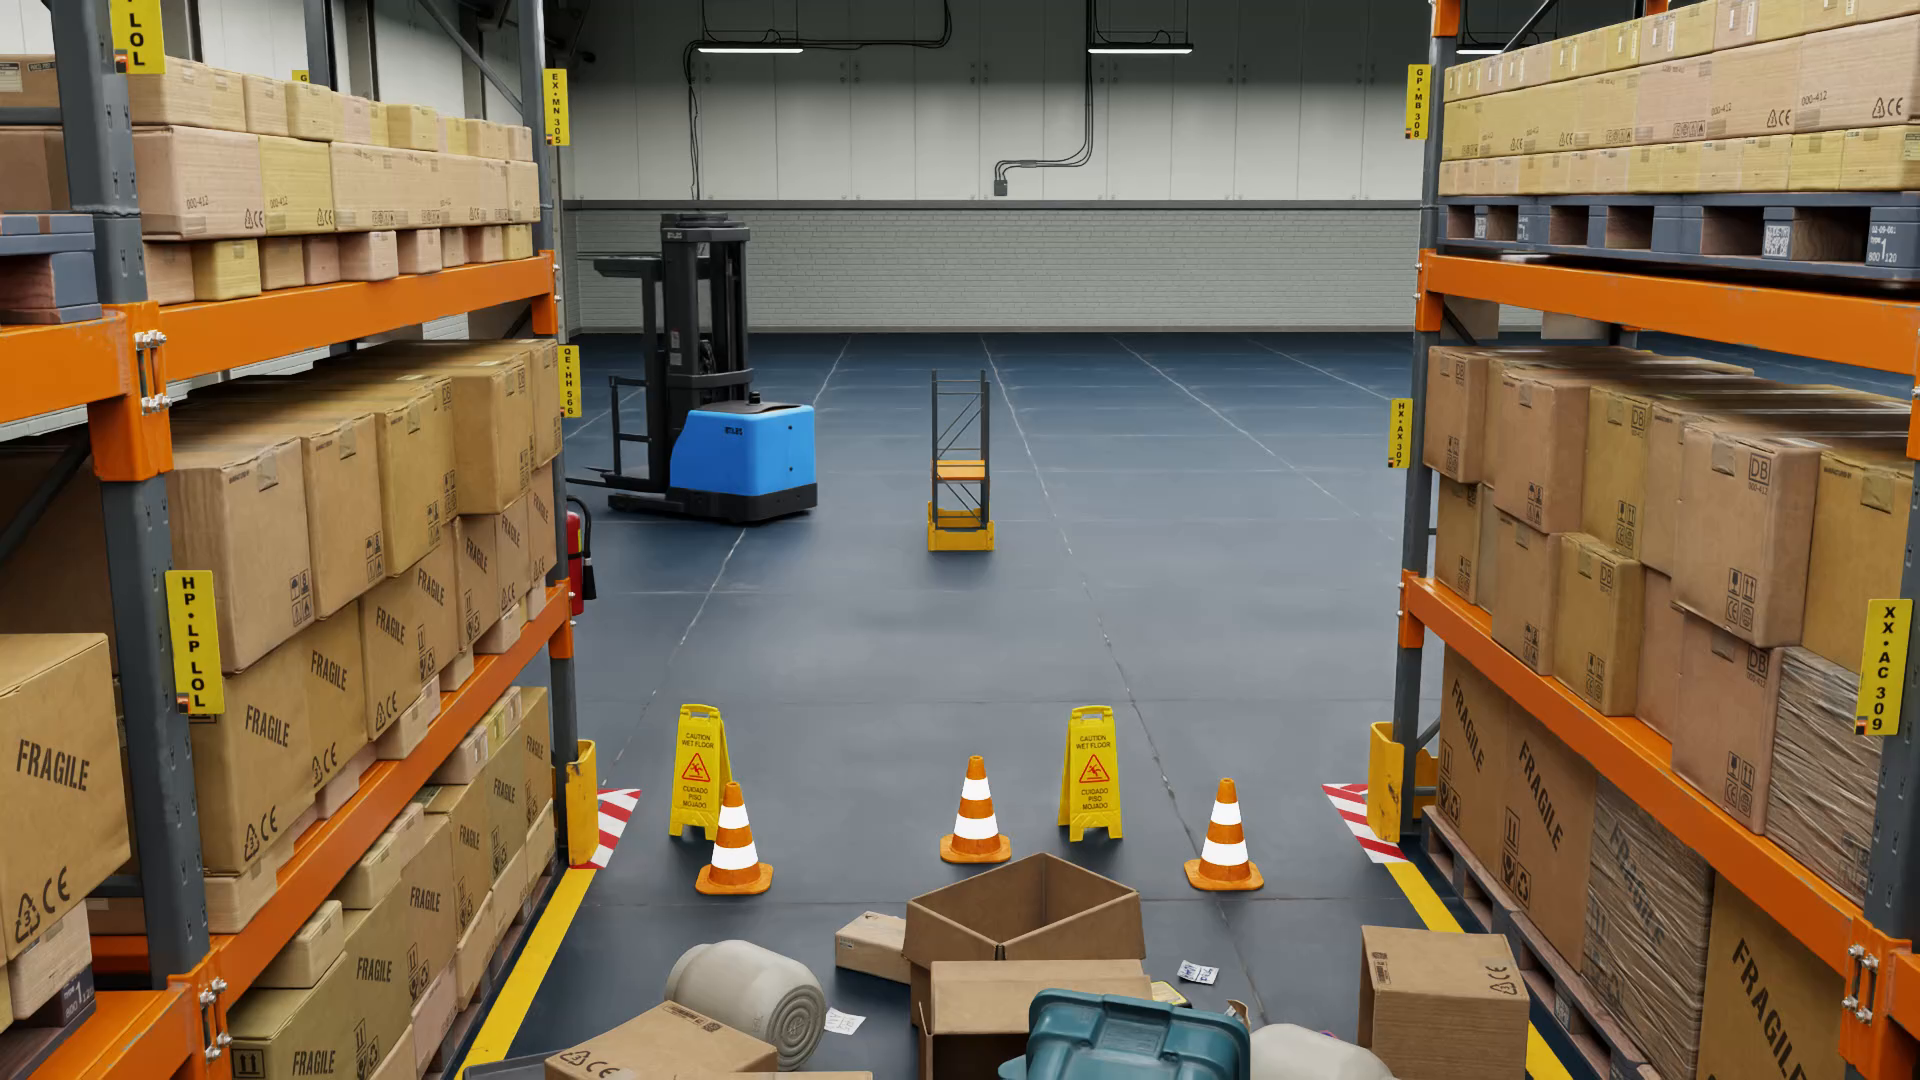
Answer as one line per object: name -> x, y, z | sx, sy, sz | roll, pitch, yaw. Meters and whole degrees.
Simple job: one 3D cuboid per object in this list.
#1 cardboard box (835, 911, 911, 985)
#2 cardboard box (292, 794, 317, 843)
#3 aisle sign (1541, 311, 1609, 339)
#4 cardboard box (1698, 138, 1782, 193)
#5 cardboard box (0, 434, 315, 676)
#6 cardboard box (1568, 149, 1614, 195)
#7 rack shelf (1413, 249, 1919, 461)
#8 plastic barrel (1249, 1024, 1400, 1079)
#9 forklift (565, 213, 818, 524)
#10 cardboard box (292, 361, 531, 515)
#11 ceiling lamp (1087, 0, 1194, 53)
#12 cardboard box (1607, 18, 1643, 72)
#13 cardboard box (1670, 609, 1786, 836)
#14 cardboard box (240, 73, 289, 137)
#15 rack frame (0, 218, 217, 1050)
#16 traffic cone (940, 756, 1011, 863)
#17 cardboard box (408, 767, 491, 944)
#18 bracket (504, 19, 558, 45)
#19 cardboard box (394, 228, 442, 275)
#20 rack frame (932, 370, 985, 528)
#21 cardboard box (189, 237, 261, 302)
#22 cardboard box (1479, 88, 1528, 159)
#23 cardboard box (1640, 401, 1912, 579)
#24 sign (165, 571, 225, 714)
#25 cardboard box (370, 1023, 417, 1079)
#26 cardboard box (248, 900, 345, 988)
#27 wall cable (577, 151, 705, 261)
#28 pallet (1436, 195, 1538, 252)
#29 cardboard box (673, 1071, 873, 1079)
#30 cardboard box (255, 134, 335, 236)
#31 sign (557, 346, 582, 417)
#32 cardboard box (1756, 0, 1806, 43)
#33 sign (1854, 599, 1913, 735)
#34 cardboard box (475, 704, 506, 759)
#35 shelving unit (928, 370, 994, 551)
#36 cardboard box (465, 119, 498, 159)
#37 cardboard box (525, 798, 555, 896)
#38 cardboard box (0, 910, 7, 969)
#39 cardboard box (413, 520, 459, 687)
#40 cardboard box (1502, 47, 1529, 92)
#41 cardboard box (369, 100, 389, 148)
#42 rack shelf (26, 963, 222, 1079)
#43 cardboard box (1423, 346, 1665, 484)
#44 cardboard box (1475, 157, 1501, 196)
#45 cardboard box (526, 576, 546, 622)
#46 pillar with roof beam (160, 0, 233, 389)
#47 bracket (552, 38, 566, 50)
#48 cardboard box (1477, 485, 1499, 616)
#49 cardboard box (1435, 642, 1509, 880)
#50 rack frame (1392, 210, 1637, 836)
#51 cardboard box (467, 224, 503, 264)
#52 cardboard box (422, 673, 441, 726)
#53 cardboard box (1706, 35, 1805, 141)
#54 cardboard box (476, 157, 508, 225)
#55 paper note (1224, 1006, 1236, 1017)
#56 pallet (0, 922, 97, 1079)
cardboard box -> -0.281, 1.652, 6.735 | 0.380, 0.149, 0.250 | 6, 13, 28
cardboard box -> -2.024, 0.754, 4.621 | 0.380, 0.149, 0.250 | 0, 11, -1
aisle sign -> 2.918, -1.327, 7.711 | 0.394, 0.787, 0.004 | 0, 11, -1
cardboard box -> 2.357, -1.068, 4.750 | 0.380, 0.149, 0.250 | 0, 11, -1
cardboard box -> -2.037, 0.024, 4.071 | 0.700, 0.500, 0.500 | 0, 11, -2
cardboard box -> 2.338, -1.269, 5.740 | 0.380, 0.149, 0.250 | 0, 11, -1
rack shelf -> 2.661, -0.758, 5.707 | 1.077, 0.370, 4.000 | 0, 11, -1
plastic barrel -> 1.145, 1.800, 5.311 | 0.512, 0.421, 0.421 | 9, 15, 38
forklift -> -2.934, -1.790, 16.701 | 3.031, 2.935, 1.130 | 7, 14, 32
cardboard box -> -1.982, -0.380, 6.065 | 0.700, 0.500, 0.500 | 0, 11, -2
ceiling lamp -> 3.420, -10.880, 31.567 | 2.000, 3.185, 0.800 | 0, 11, -1
cardboard box -> 2.344, -1.609, 5.410 | 0.380, 0.149, 0.250 | 0, 11, 0
cardboard box -> 2.648, 0.501, 4.859 | 0.875, 0.550, 0.550 | 0, 11, -1
cardboard box -> -1.956, -1.108, 4.251 | 0.380, 0.149, 0.250 | -1, 11, -3
rack frame -> -2.245, 0.797, 3.775 | 1.000, 3.000, 0.127 | 0, 11, -1
traffic cone -> 0.074, 1.254, 7.907 | 0.336, 0.463, 0.334 | 0, 11, -1
cardboard box -> -2.033, 1.139, 6.066 | 0.500, 0.500, 0.500 | -1, 11, -2
bracket -> -8.380, -9.909, 32.406 | 0.076, 0.066, 4.783 | 0, 11, -1
cardboard box -> -1.964, -0.970, 5.573 | 0.380, 0.149, 0.250 | 0, 11, -2
rack frame -> -0.012, -0.853, 15.683 | 0.500, 1.500, 0.032 | 0, 11, -1
cardboard box -> -1.953, -0.665, 4.070 | 0.380, 0.149, 0.250 | 0, 11, -1
cardboard box -> 2.384, -1.637, 6.553 | 0.500, 0.250, 0.500 | 0, 11, -2
cardboard box -> 2.727, -0.136, 5.282 | 0.875, 0.550, 0.550 | 0, 11, -1
sign -> -1.690, 0.227, 3.675 | 0.100, 0.325, 0.005 | 0, 11, -1
cardboard box -> -2.009, 1.715, 5.113 | 0.500, 0.250, 0.500 | 0, 11, 2
cardboard box -> -1.930, 1.110, 4.575 | 0.380, 0.149, 0.250 | 0, 11, 0
wall cable -> -7.536, -7.807, 38.910 | 3.097, 2.526, 0.112 | 0, 11, -1
pallet -> 2.645, -1.317, 6.877 | 1.003, 0.211, 1.213 | 0, 11, -1
cardboard box -> -0.466, 1.638, 4.014 | 0.500, 0.500, 0.500 | 0, 11, -1
cardboard box -> -2.000, -0.936, 4.404 | 0.500, 0.250, 0.500 | 0, 11, -2
sign -> -1.772, -0.718, 7.539 | 0.100, 0.325, 0.005 | 0, 11, -1
cardboard box -> 2.366, -1.407, 4.415 | 0.380, 0.149, 0.250 | 0, 11, -1
sign -> 2.147, 0.297, 3.867 | 0.100, 0.325, 0.005 | 0, 11, -1
cardboard box -> -1.973, 0.740, 6.402 | 0.380, 0.149, 0.250 | 0, 11, 0
shelving unit -> -0.002, -0.750, 15.176 | 0.587, 1.500, 1.083 | 0, 11, -1
cardboard box -> -2.035, -1.567, 6.513 | 0.380, 0.149, 0.250 | 0, 11, -2
cardboard box -> -2.041, 1.308, 7.116 | 0.500, 0.250, 0.500 | 0, 11, -1
cardboard box -> -1.994, 0.586, 2.760 | 0.500, 0.500, 0.500 | 0, 11, -1
cardboard box -> -2.037, 0.214, 5.650 | 0.500, 0.500, 0.500 | 0, 11, 0
cardboard box -> 2.322, -1.812, 6.412 | 0.380, 0.149, 0.250 | 0, 11, -1
cardboard box -> -2.040, -1.313, 5.259 | 0.380, 0.149, 0.250 | 0, 11, 0
rack shelf -> -2.204, 1.548, 1.887 | 1.077, 0.370, 4.000 | 0, 11, -1
cardboard box -> 2.588, -0.567, 7.407 | 0.875, 0.550, 0.550 | 0, 11, -1
cardboard box -> 2.317, -1.470, 6.731 | 0.380, 0.149, 0.250 | 0, 11, -1
cardboard box -> -1.990, 0.249, 7.111 | 0.380, 0.149, 0.250 | 0, 11, -2
pillar with roof beam -> -4.121, -5.178, 18.138 | 9.100, 9.000, 0.400 | 0, 11, -1
bracket -> -8.433, -10.421, 34.930 | 0.235, 0.232, 0.430 | 0, 11, -1
cardboard box -> 2.706, 0.071, 6.977 | 0.875, 0.550, 0.550 | 0, 11, -1
cardboard box -> 2.699, 0.932, 7.400 | 0.875, 0.875, 0.875 | 0, 11, -1
rack frame -> 2.619, -0.038, 7.893 | 1.000, 3.000, 0.127 | 0, 11, -1
cardboard box -> -2.031, -1.173, 6.573 | 0.380, 0.149, 0.250 | 0, 11, 1
cardboard box -> -1.981, 0.552, 5.615 | 0.380, 0.149, 0.250 | 0, 11, -1
cardboard box -> 2.425, -1.237, 4.582 | 0.500, 0.250, 0.500 | 0, 11, -1
cardboard box -> -2.052, -1.339, 6.392 | 0.500, 0.250, 0.500 | 0, 11, -2
paper note -> 1.038, 1.800, 6.354 | 0.032, 0.001, 0.123 | 6, 13, 28
pallet -> -2.375, 1.044, 3.042 | 1.003, 0.211, 1.213 | 0, 11, -1
